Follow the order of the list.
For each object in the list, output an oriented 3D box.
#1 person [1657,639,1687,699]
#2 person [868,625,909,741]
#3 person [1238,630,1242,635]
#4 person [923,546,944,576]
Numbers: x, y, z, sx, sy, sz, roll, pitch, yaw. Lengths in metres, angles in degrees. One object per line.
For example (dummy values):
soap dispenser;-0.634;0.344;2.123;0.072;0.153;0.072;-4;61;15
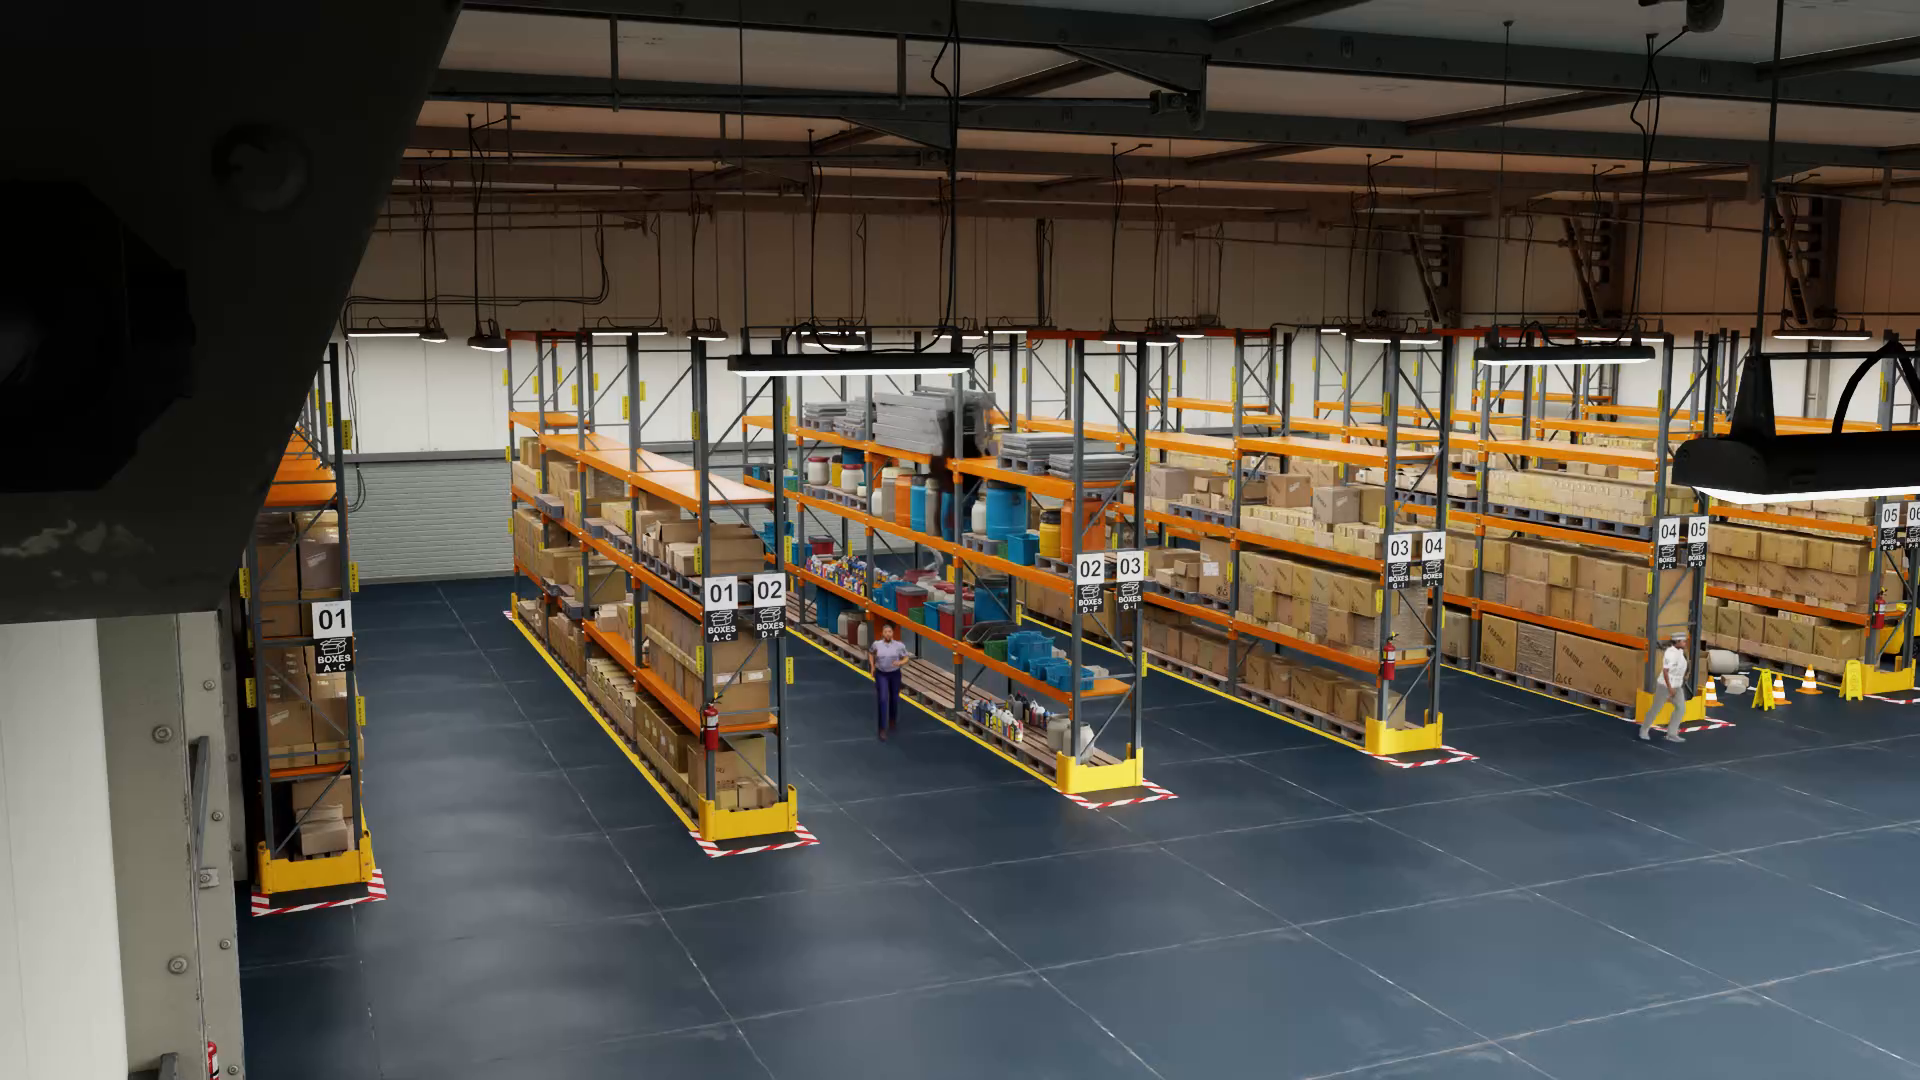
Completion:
person;10.562;1.865;24.648;0.480;0.995;0.366;-6;10;-38
person;5.587;1.628;28.534;14.646;1.693;6.243;-1;8;-7
person;5.798;0.987;32.876;0.759;1.712;0.802;-1;8;-5
person;-0.613;0.248;39.648;0.482;1.216;0.580;2;8;14
